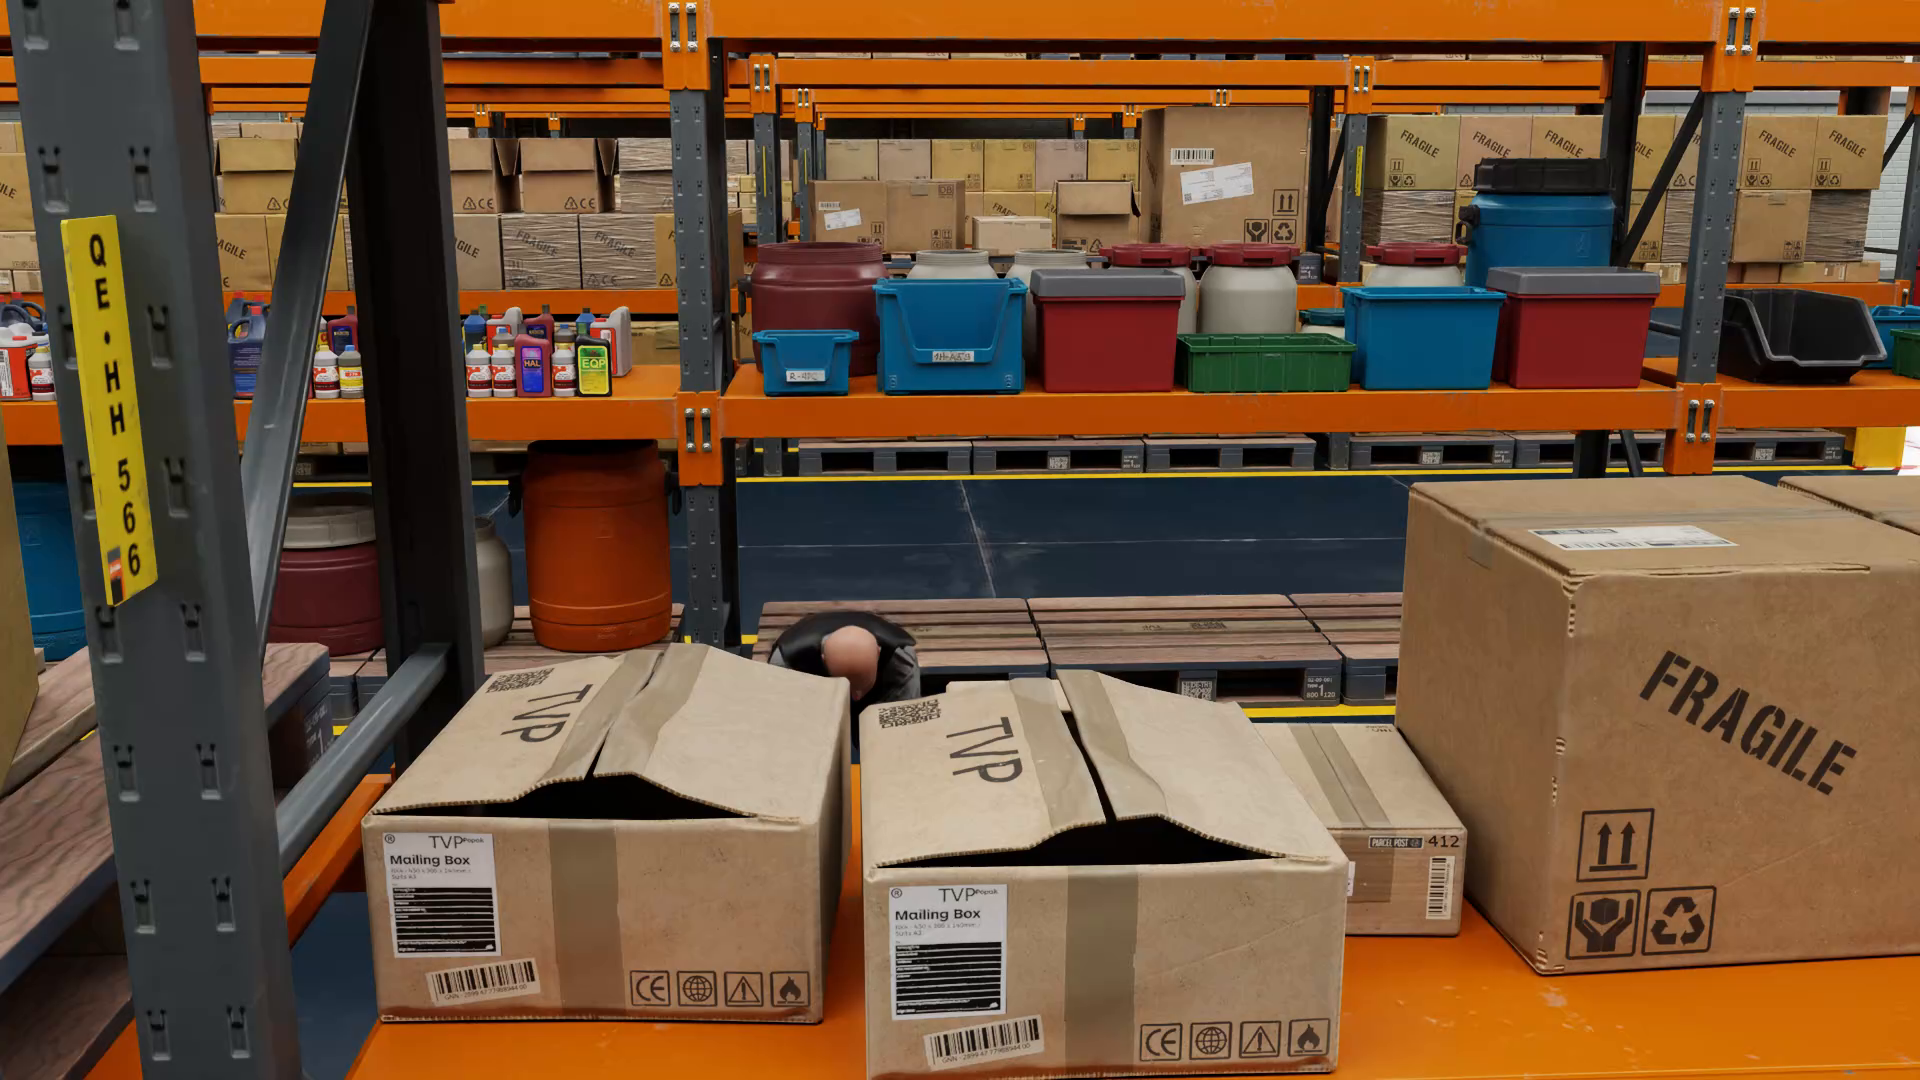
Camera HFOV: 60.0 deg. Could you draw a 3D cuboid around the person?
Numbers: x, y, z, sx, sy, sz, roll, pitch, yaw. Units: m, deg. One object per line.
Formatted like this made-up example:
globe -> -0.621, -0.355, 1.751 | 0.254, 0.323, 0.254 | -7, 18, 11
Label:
person -> -0.397, 0.599, 5.429 | 0.532, 0.851, 0.873 | -1, 13, -3
